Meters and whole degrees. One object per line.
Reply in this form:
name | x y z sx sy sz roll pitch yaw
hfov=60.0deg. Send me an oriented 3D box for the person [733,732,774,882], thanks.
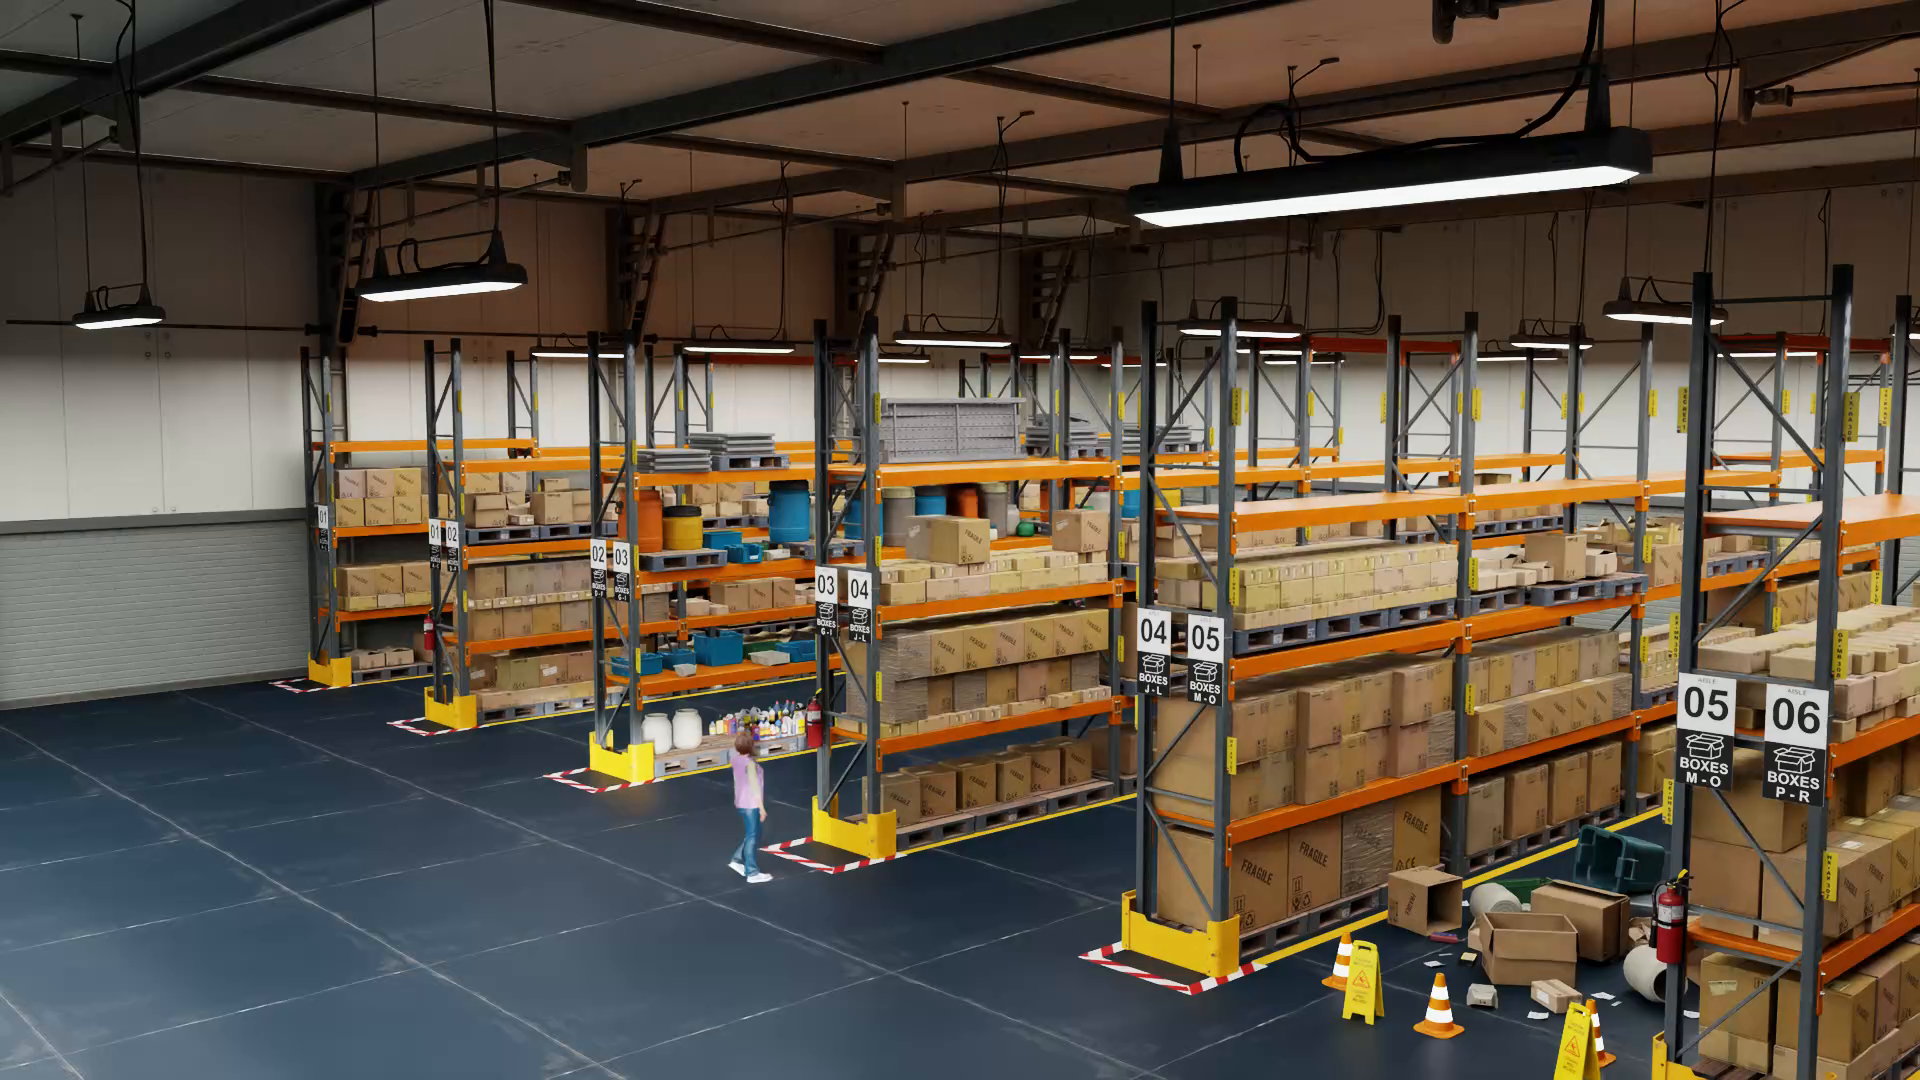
person | -2.203 2.849 17.587 0.452 1.656 0.462 0 5 -1
